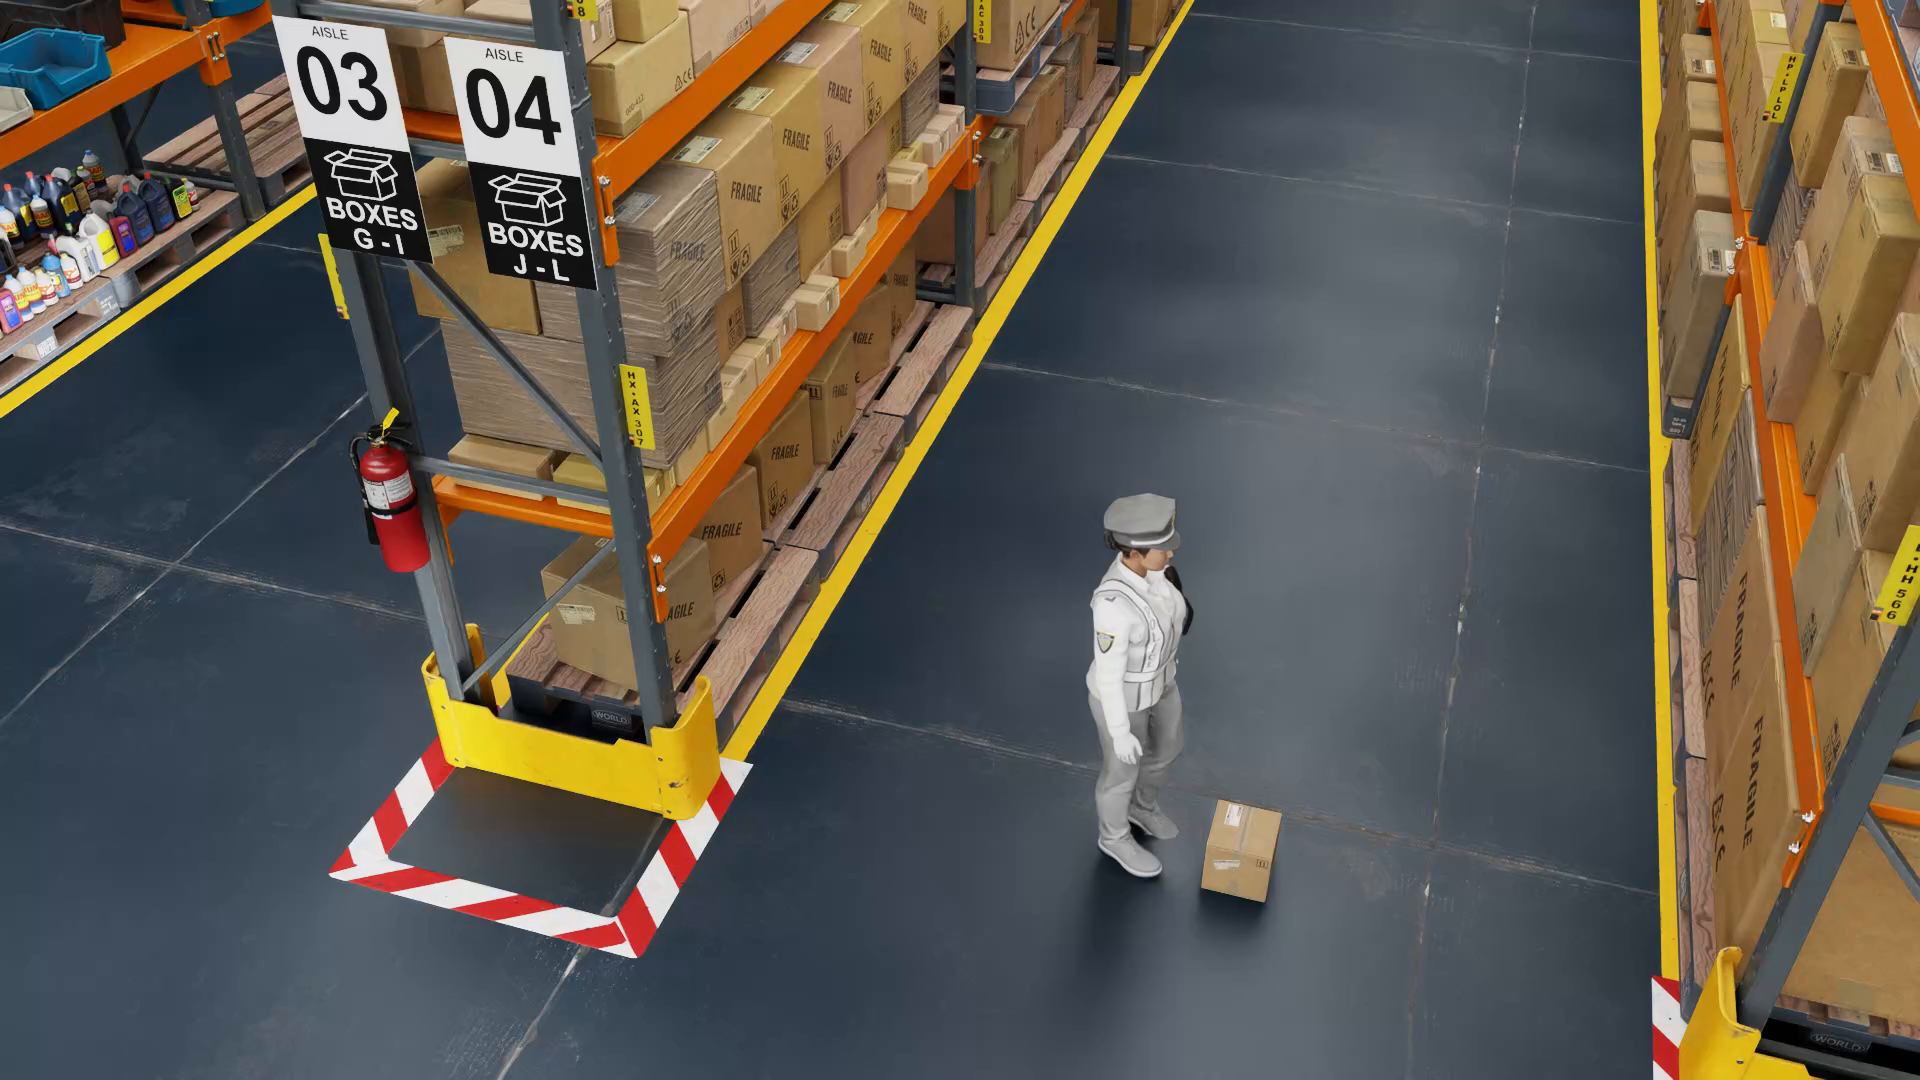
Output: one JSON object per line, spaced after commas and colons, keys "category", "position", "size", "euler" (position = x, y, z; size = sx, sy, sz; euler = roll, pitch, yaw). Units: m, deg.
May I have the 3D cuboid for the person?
{"category": "person", "position": [0.654, 0.586, 6.148], "size": [0.367, 1.732, 0.540], "euler": [18, 41, 23]}
